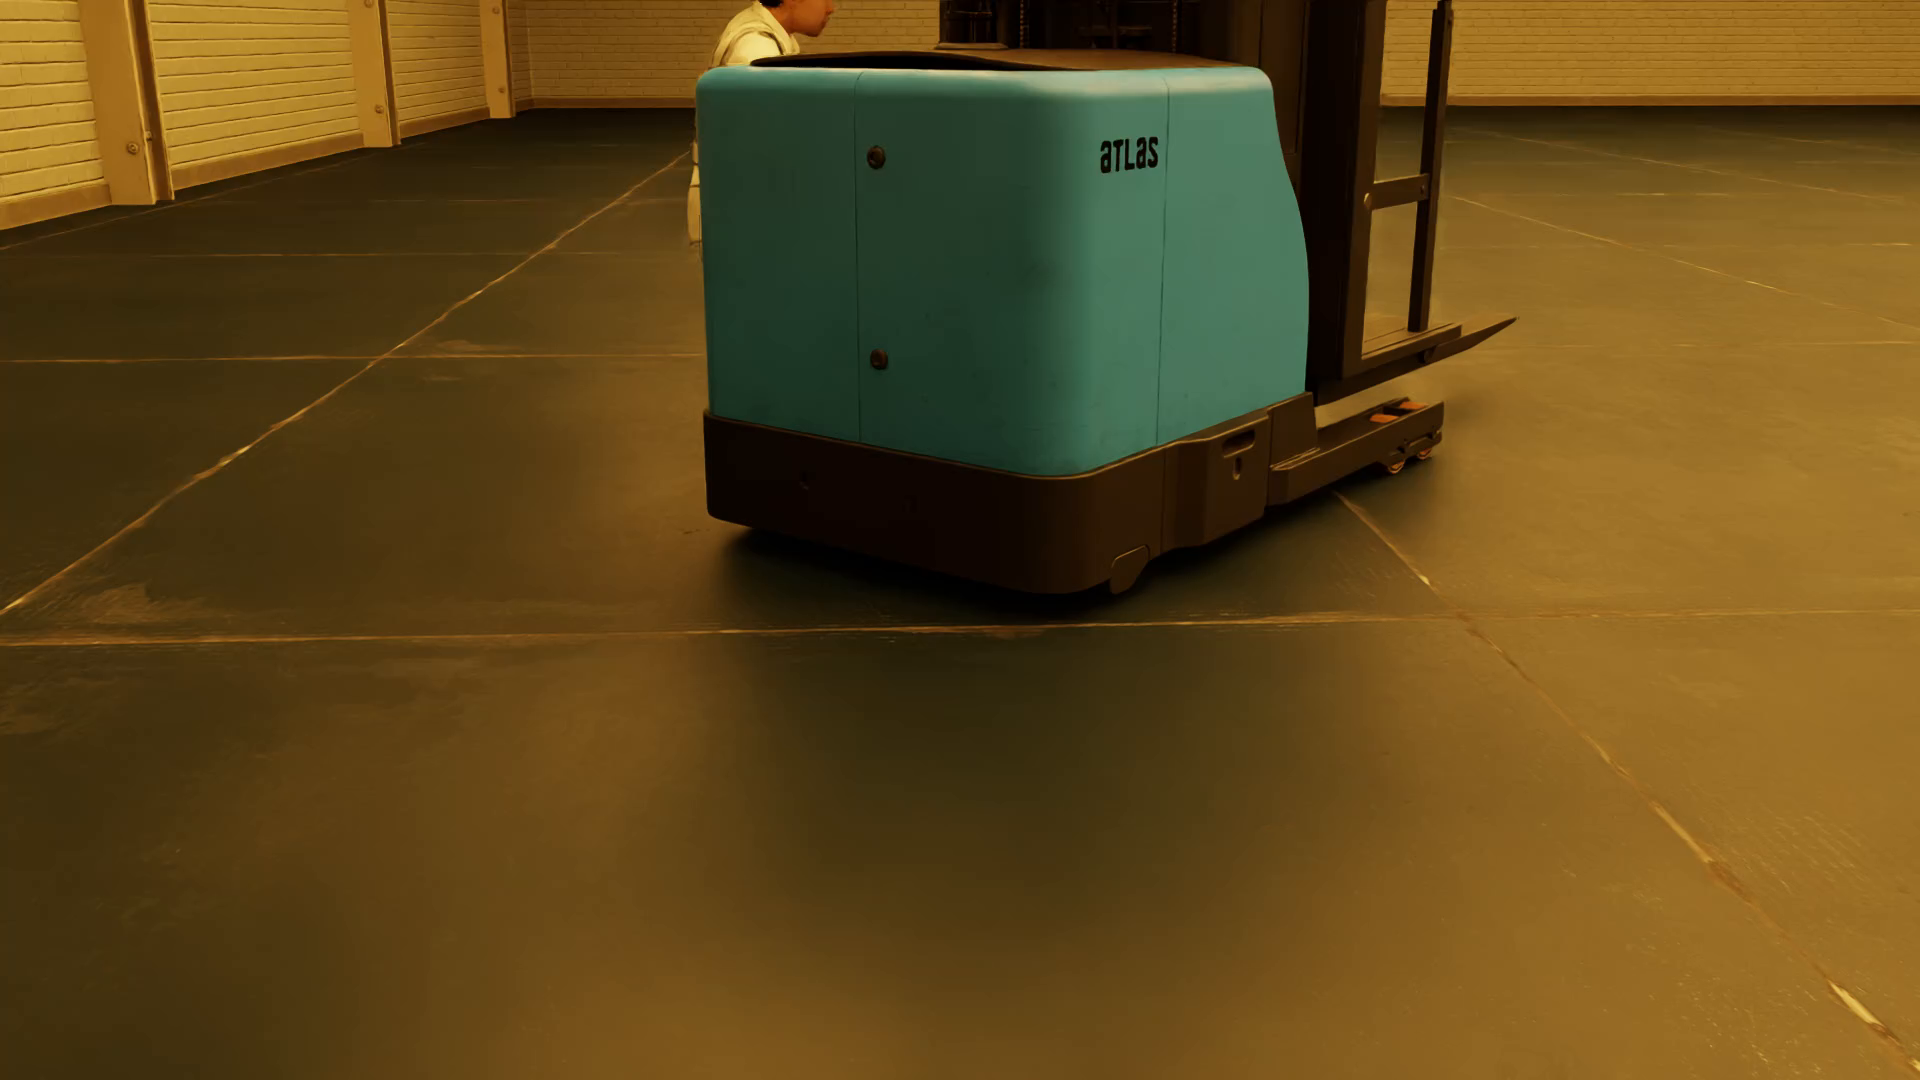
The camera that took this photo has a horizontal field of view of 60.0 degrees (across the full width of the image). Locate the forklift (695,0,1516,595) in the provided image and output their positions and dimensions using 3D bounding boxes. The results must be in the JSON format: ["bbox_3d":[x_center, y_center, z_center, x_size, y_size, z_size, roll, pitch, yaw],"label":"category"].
[{"bbox_3d":[0.702,-1.656,4.321,1.130,2.935,3.031,13,21,35],"label":"forklift"}]

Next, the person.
[{"bbox_3d":[-0.281,-0.820,4.346,0.852,1.449,0.738,-2,17,-6],"label":"person"}]
